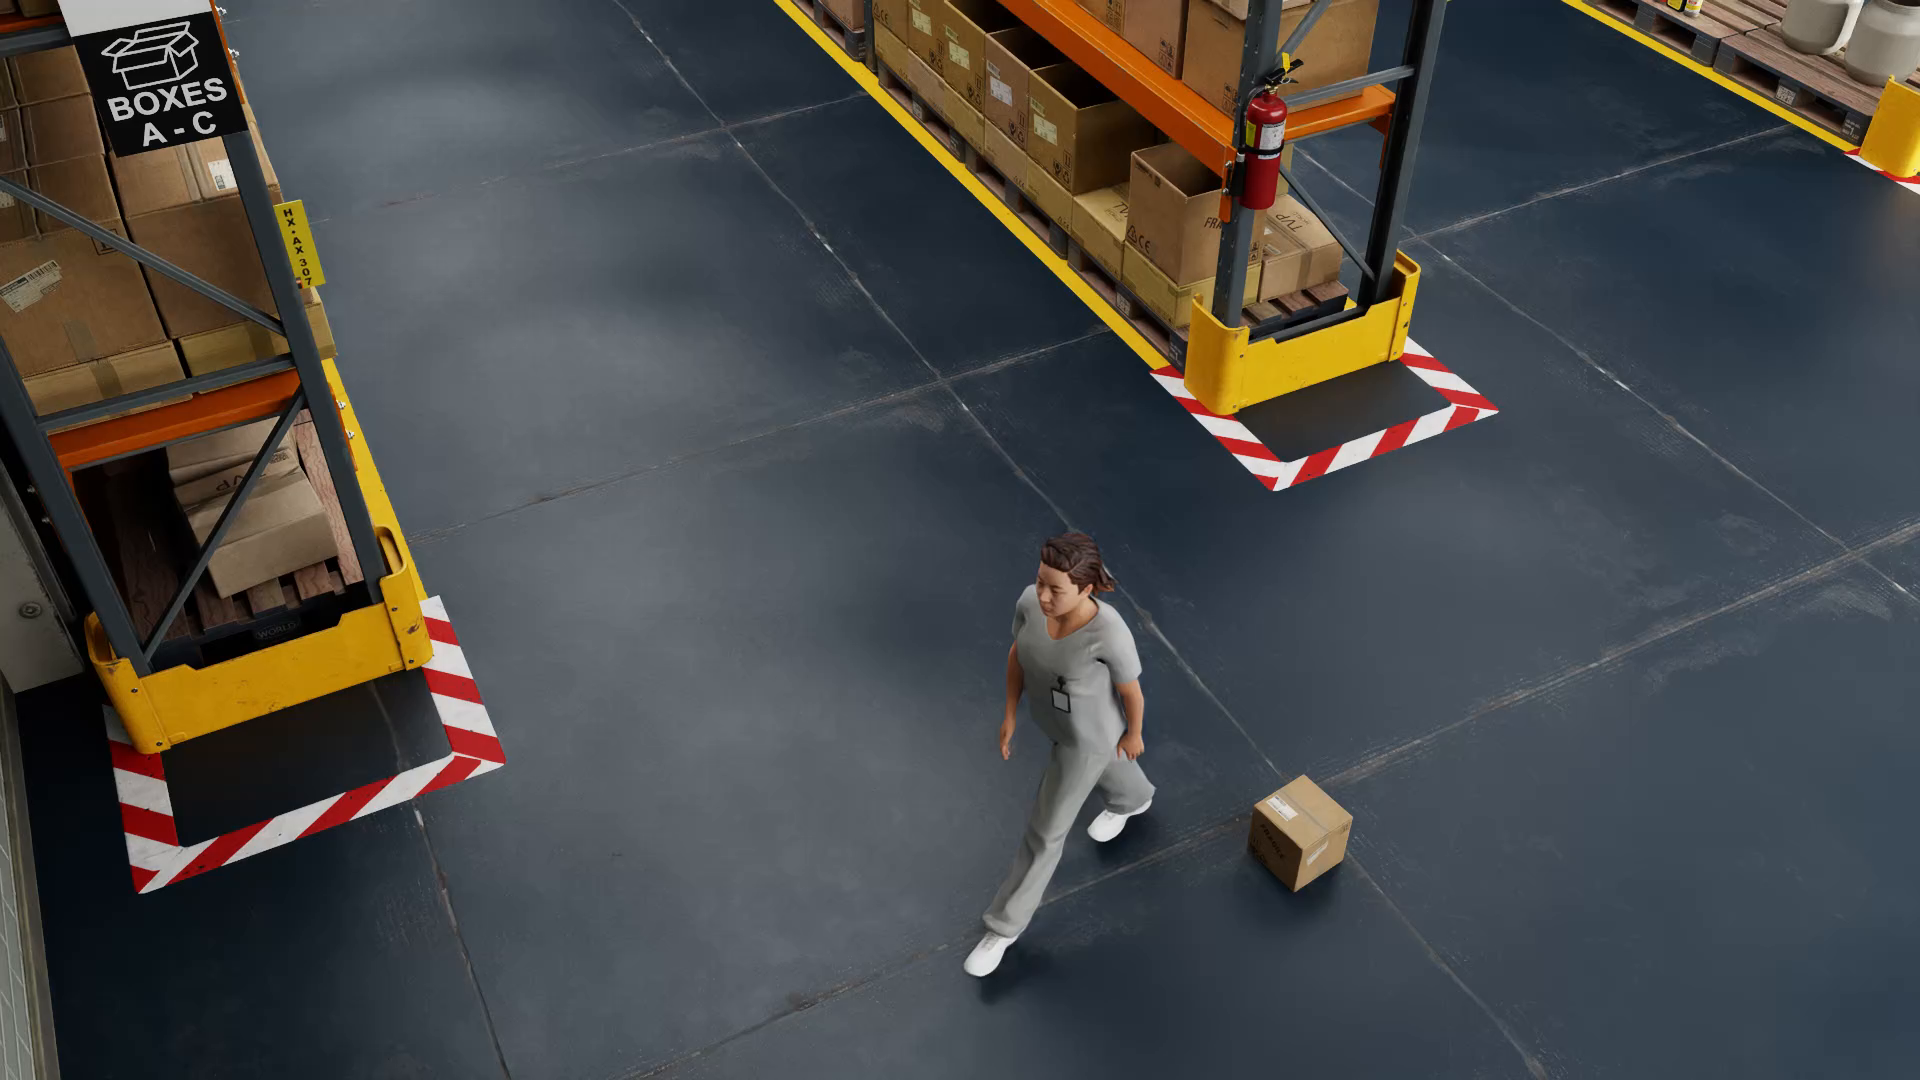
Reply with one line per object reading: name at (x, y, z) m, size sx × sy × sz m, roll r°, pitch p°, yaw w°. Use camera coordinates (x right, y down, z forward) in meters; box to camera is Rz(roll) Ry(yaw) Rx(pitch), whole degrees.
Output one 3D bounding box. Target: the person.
person at (0.321, 0.608, 5.464) m, size 1.042 × 1.594 × 0.446 m, roll -30°, pitch 49°, yaw -29°
